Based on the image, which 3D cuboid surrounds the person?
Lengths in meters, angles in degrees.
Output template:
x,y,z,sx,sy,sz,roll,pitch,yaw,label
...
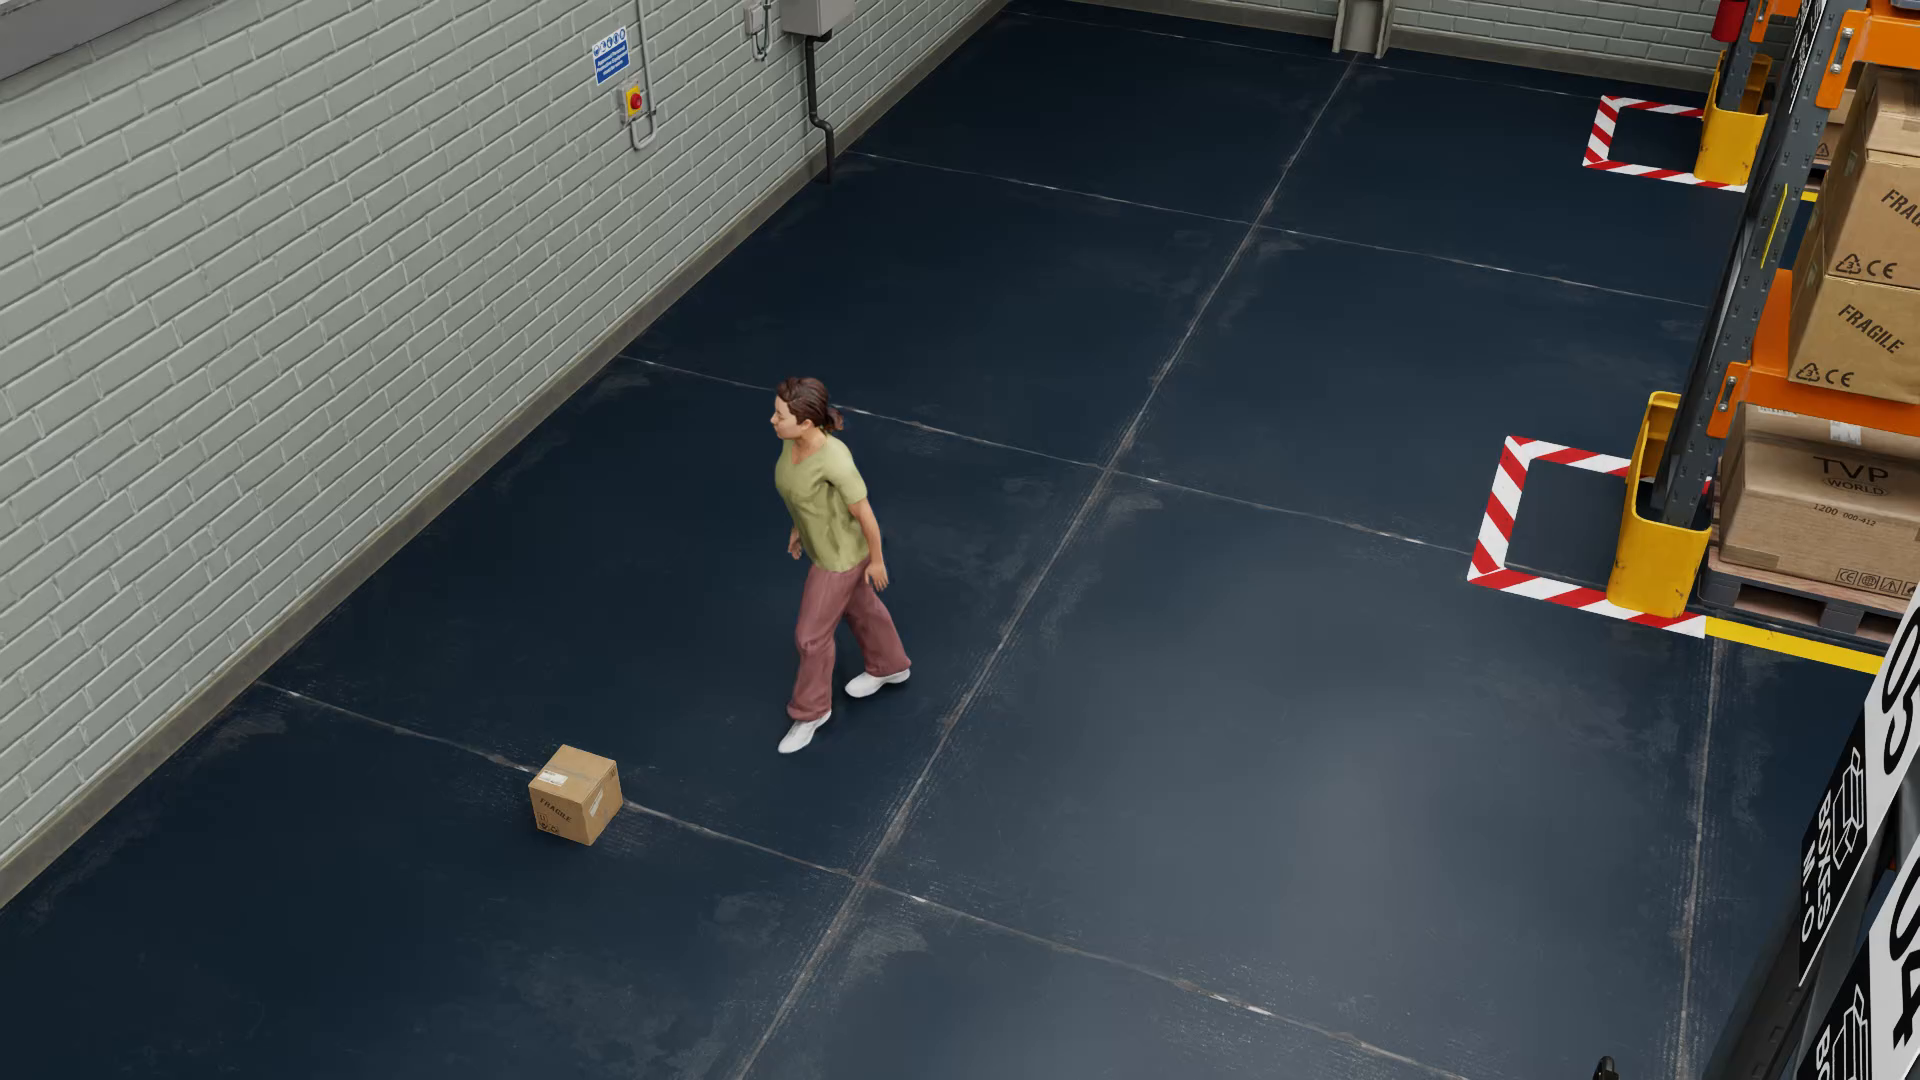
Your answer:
x,y,z,sx,sy,sz,roll,pitch,yaw,label
-0.537,0.056,6.773,0.690,1.690,0.479,-16,41,-20,person
